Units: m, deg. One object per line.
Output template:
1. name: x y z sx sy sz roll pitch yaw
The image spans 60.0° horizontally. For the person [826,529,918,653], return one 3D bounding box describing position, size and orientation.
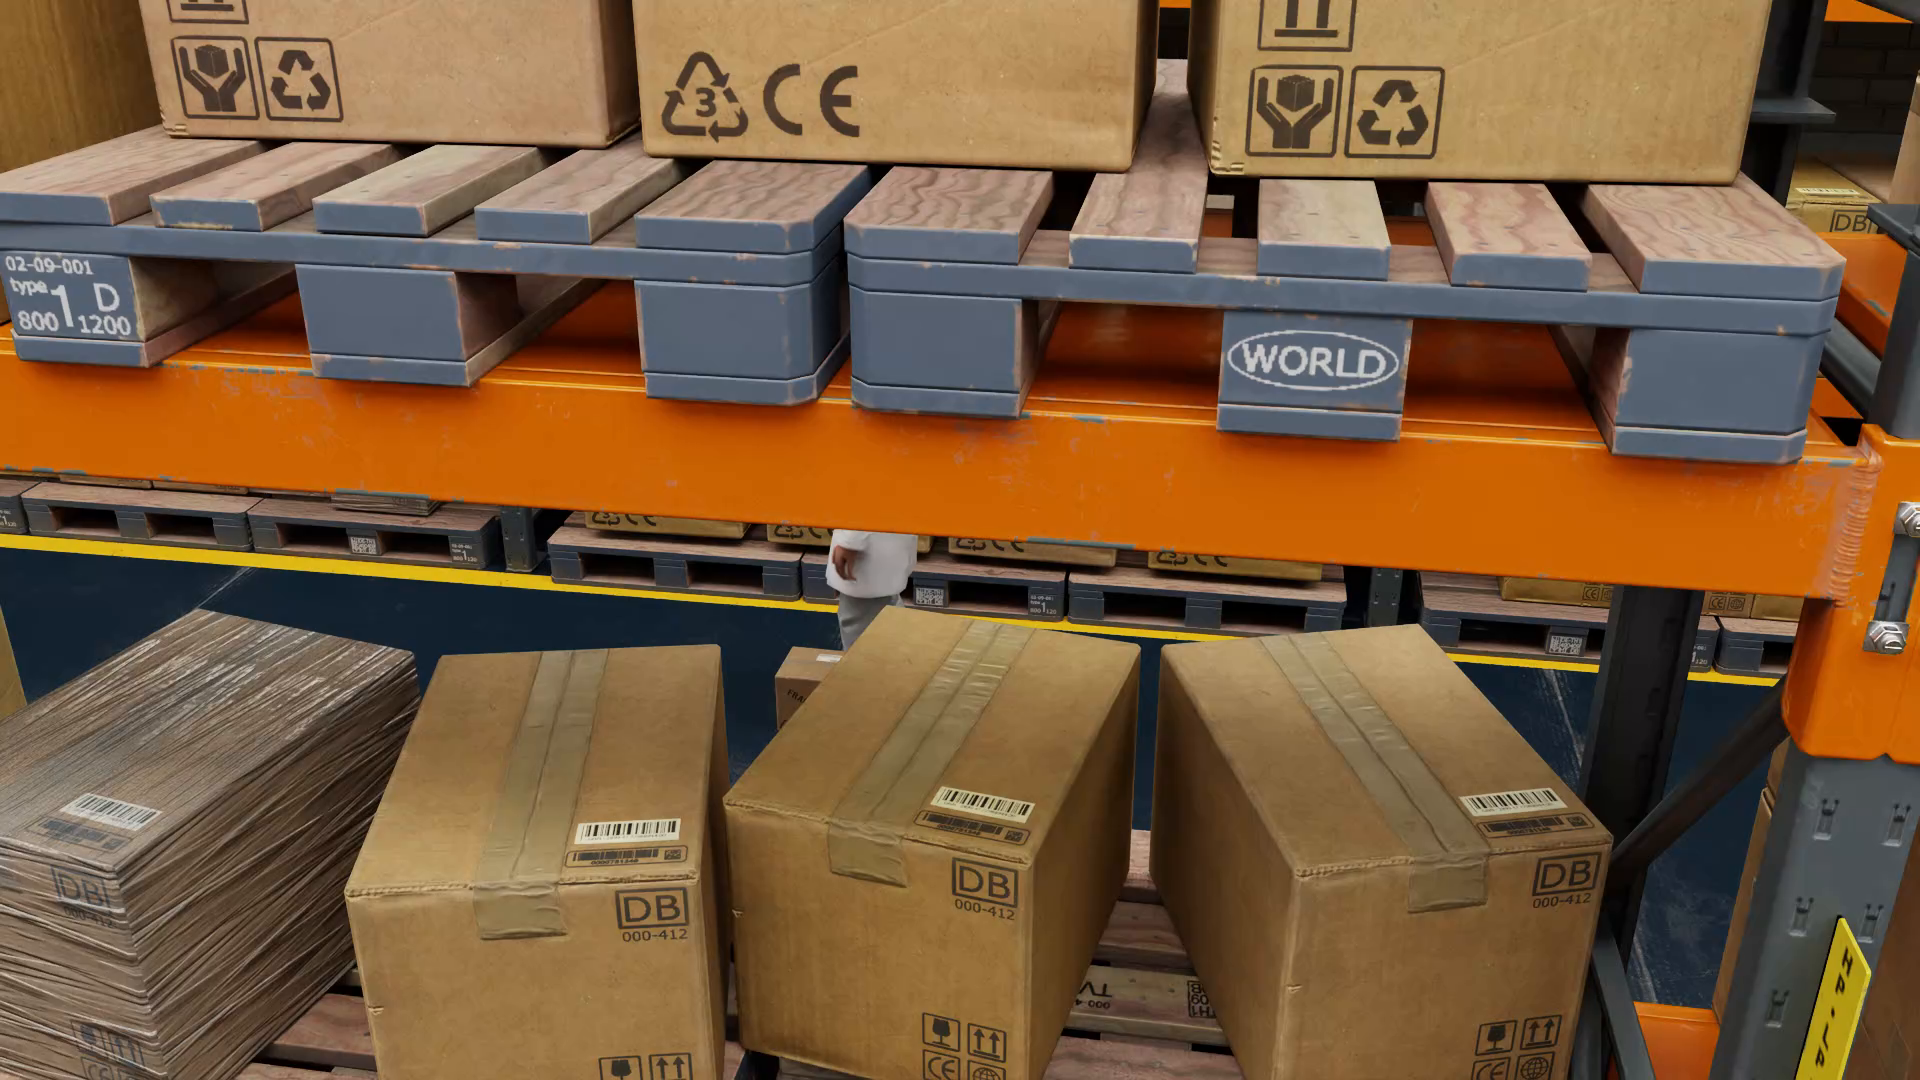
1. person: -0.338 -0.079 6.296 0.420 1.774 0.642 4 25 9
